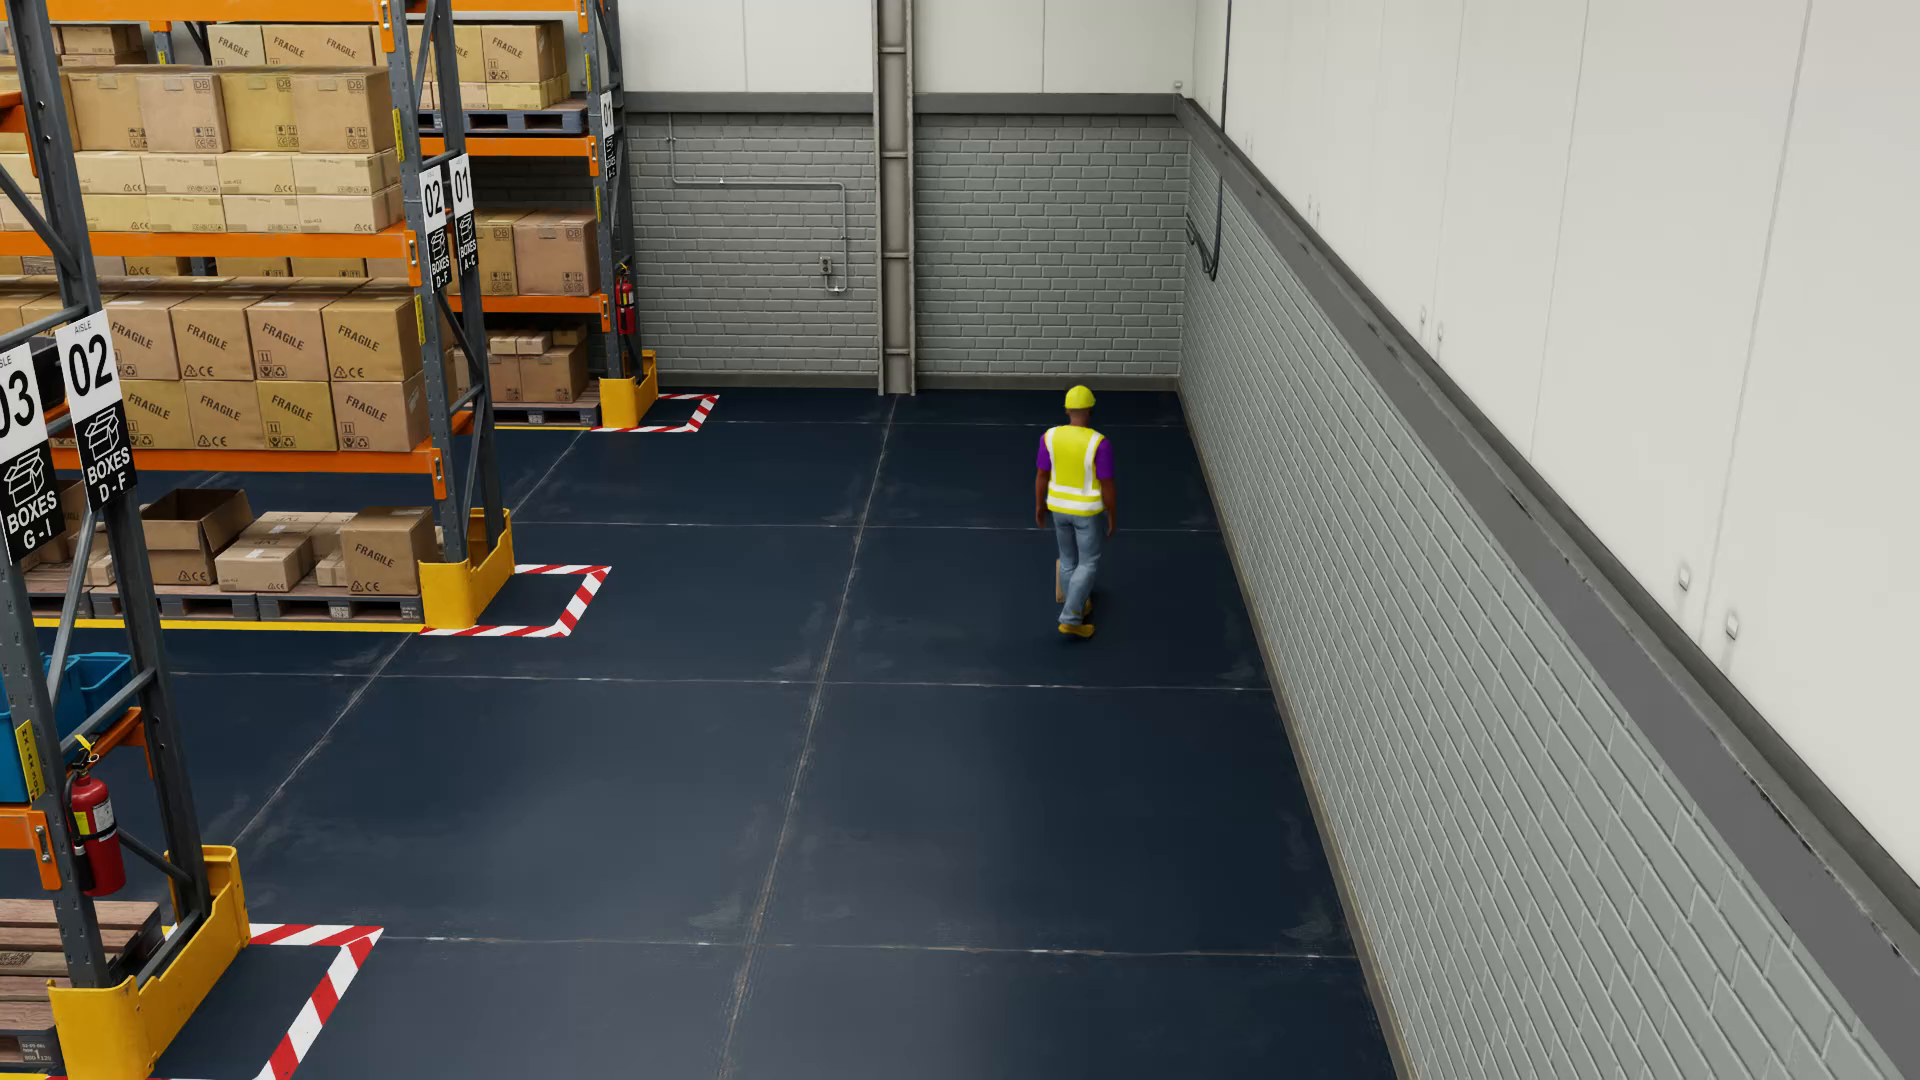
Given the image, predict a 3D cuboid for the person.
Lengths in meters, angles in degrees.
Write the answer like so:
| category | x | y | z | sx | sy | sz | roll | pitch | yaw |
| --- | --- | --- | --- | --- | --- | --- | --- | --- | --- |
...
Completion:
| category | x | y | z | sx | sy | sz | roll | pitch | yaw |
| --- | --- | --- | --- | --- | --- | --- | --- | --- | --- |
| person | 0.812 | -0.210 | 11.583 | 0.588 | 1.775 | 0.653 | 11 | 23 | 27 |
